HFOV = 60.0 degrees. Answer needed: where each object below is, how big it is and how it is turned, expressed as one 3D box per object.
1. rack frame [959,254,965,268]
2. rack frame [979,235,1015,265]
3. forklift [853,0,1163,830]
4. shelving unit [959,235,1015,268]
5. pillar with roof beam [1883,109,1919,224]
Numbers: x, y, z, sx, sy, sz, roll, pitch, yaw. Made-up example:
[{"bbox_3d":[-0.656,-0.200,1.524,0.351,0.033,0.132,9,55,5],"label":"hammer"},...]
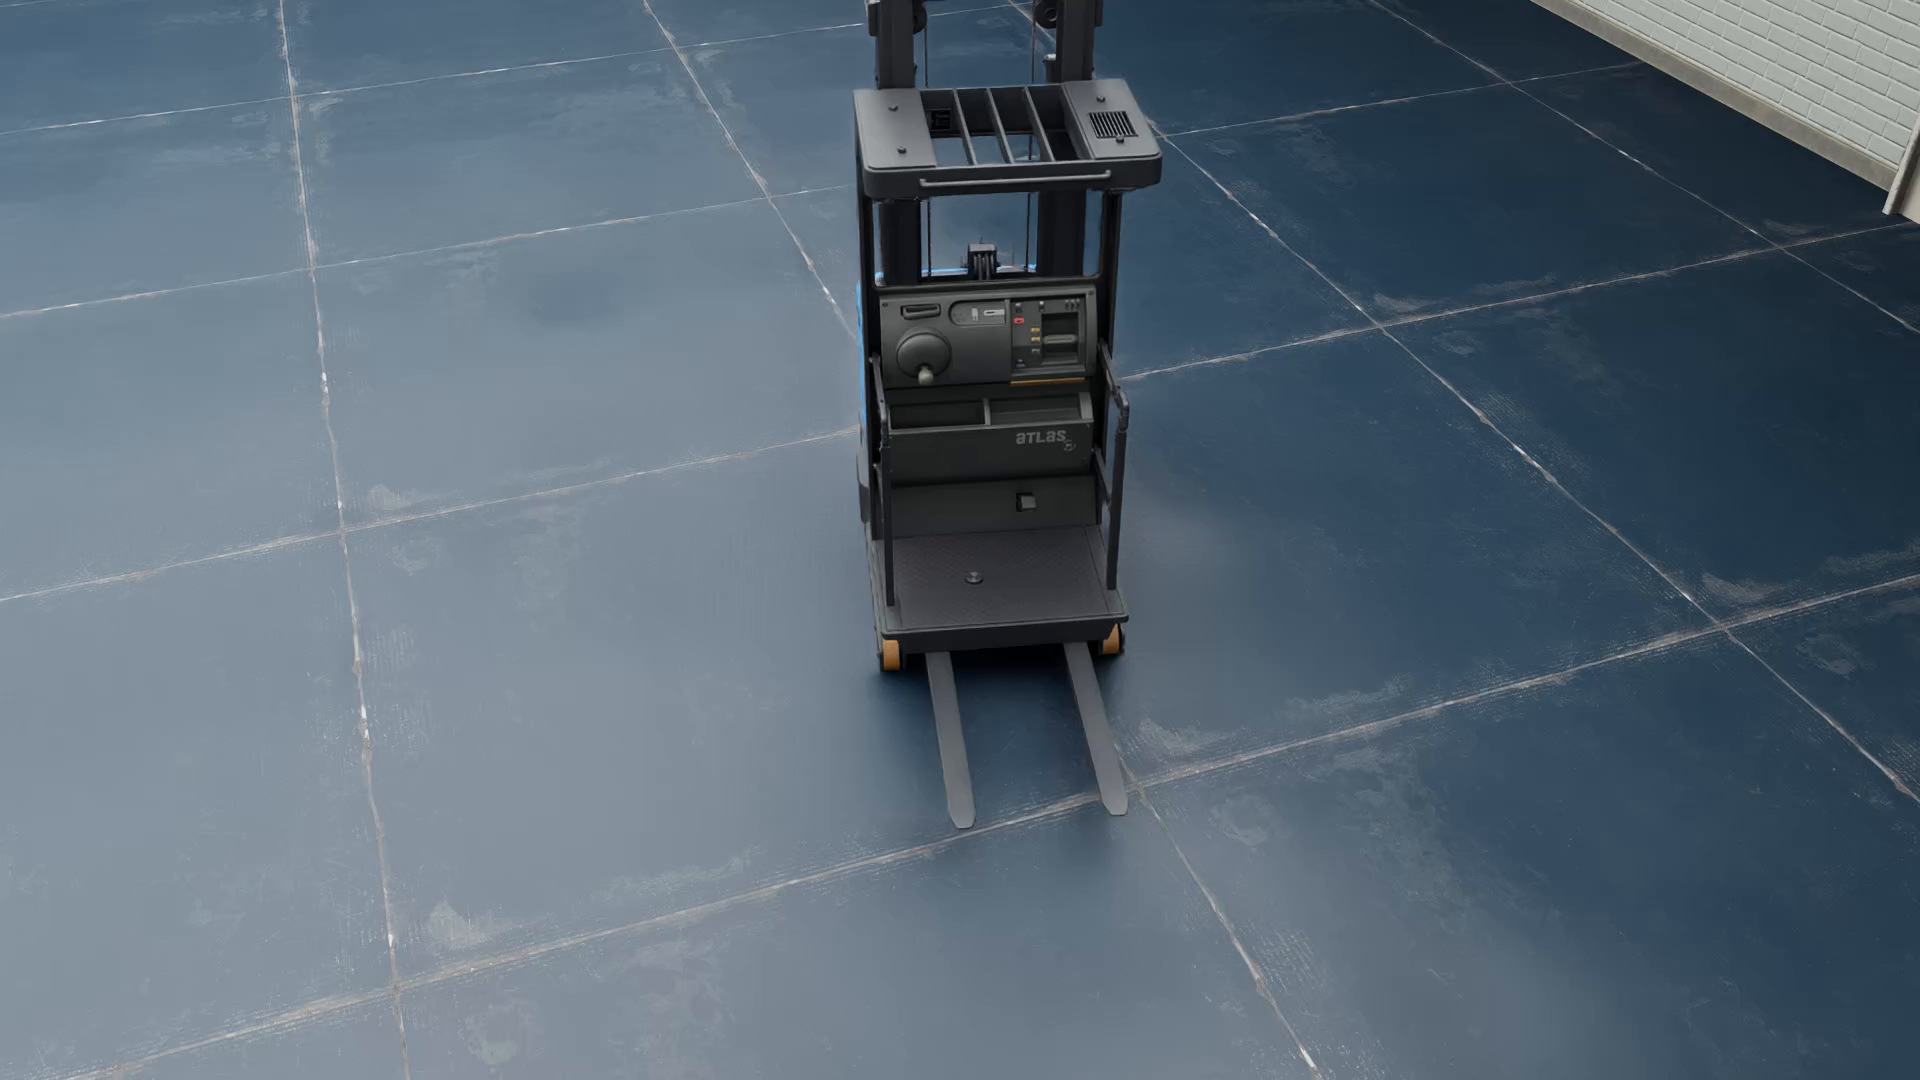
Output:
[{"bbox_3d":[0.082,-1.010,8.772,0.200,1.050,0.008,16,39,20],"label":"rack frame"},{"bbox_3d":[0.188,-1.139,8.950,0.200,1.050,0.008,16,39,20],"label":"rack frame"},{"bbox_3d":[0.151,-0.799,6.936,1.130,2.935,3.031,-4,37,-5],"label":"forklift"},{"bbox_3d":[0.135,-1.075,8.861,0.215,1.050,0.252,16,39,20],"label":"shelving unit"},{"bbox_3d":[2.417,-4.852,7.272,9.100,9.000,0.400,-12,39,-16],"label":"pillar with roof beam"}]
